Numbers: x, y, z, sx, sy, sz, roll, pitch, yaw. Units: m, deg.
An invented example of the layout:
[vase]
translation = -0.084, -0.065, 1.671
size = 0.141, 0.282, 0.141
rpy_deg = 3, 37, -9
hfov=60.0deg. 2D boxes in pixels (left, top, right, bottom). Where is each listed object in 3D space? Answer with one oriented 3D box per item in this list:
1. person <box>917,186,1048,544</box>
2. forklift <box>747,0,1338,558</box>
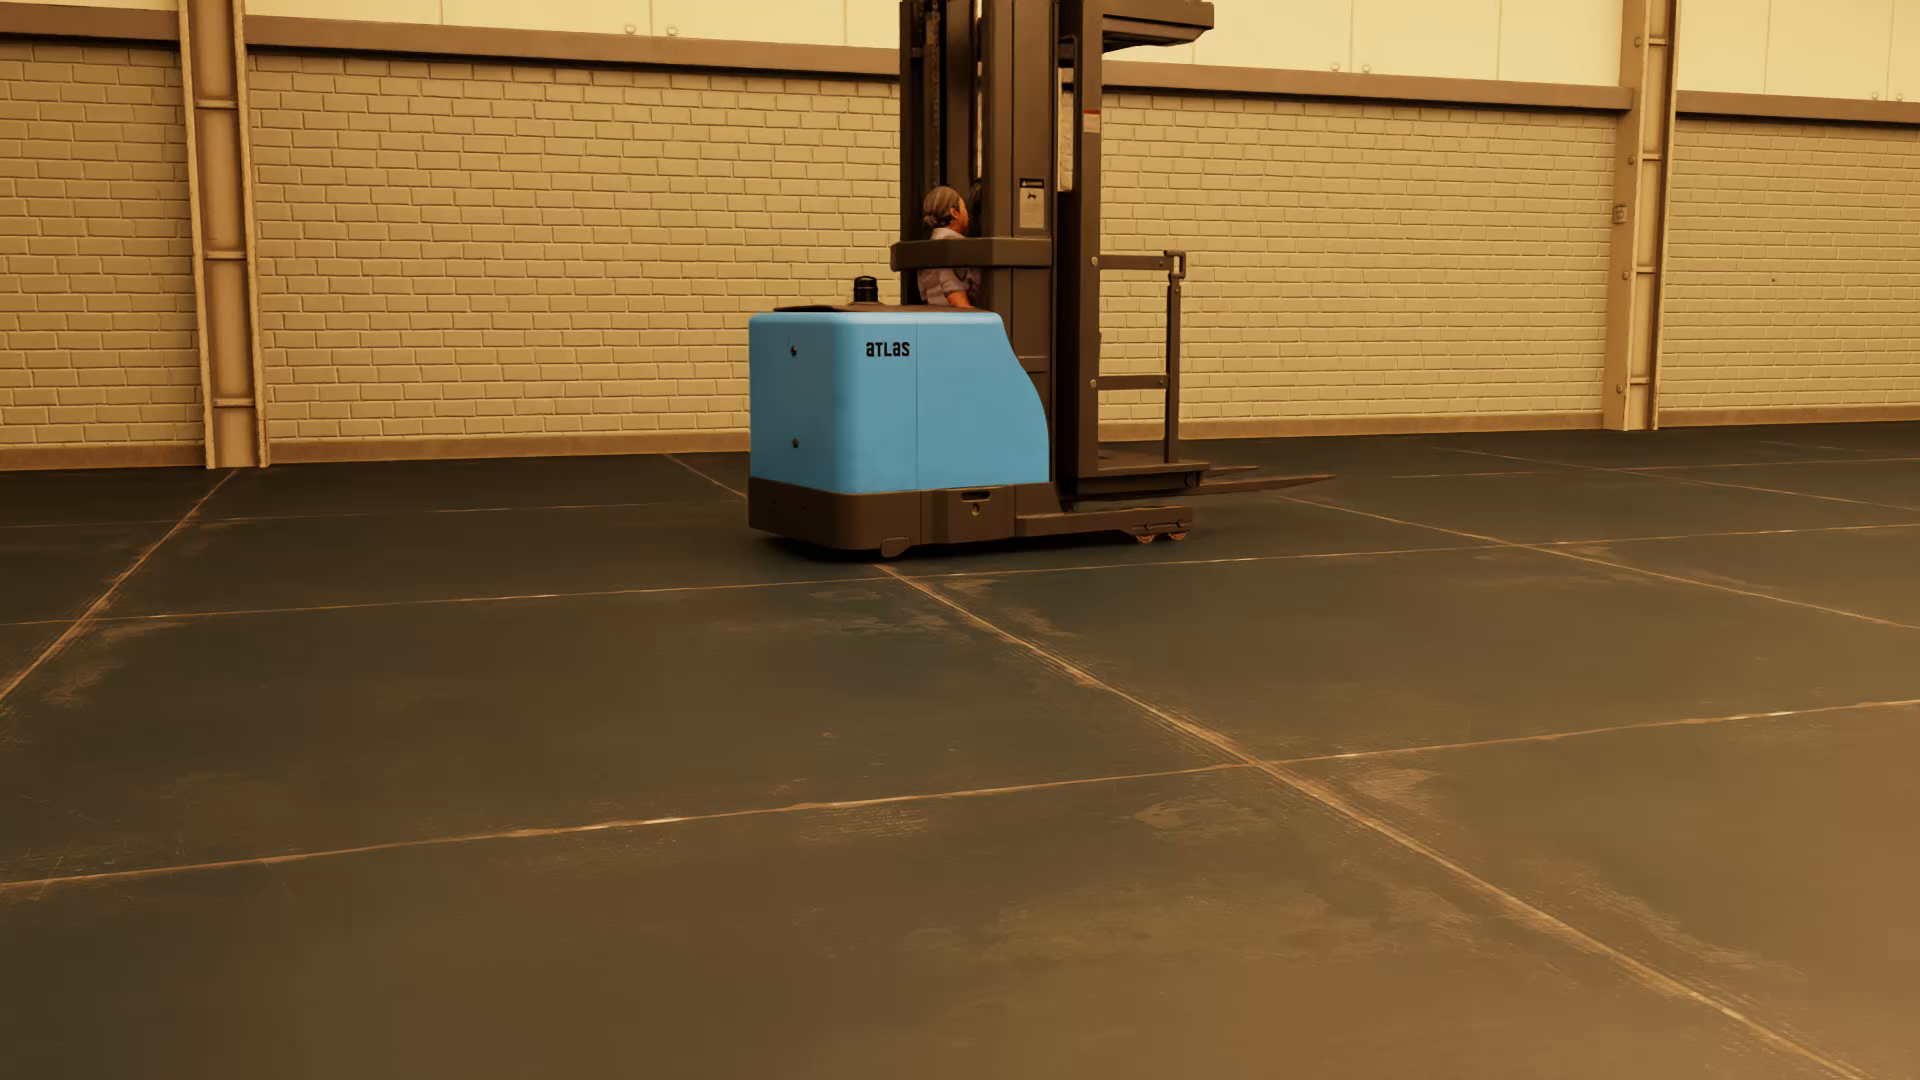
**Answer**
[person]
translation = 0.085, -0.823, 7.816
size = 0.524, 1.646, 0.601
rpy_deg = -3, 8, -18
[forklift]
translation = 0.523, -1.499, 8.067
size = 3.031, 2.935, 1.130
rpy_deg = -5, 9, -31
